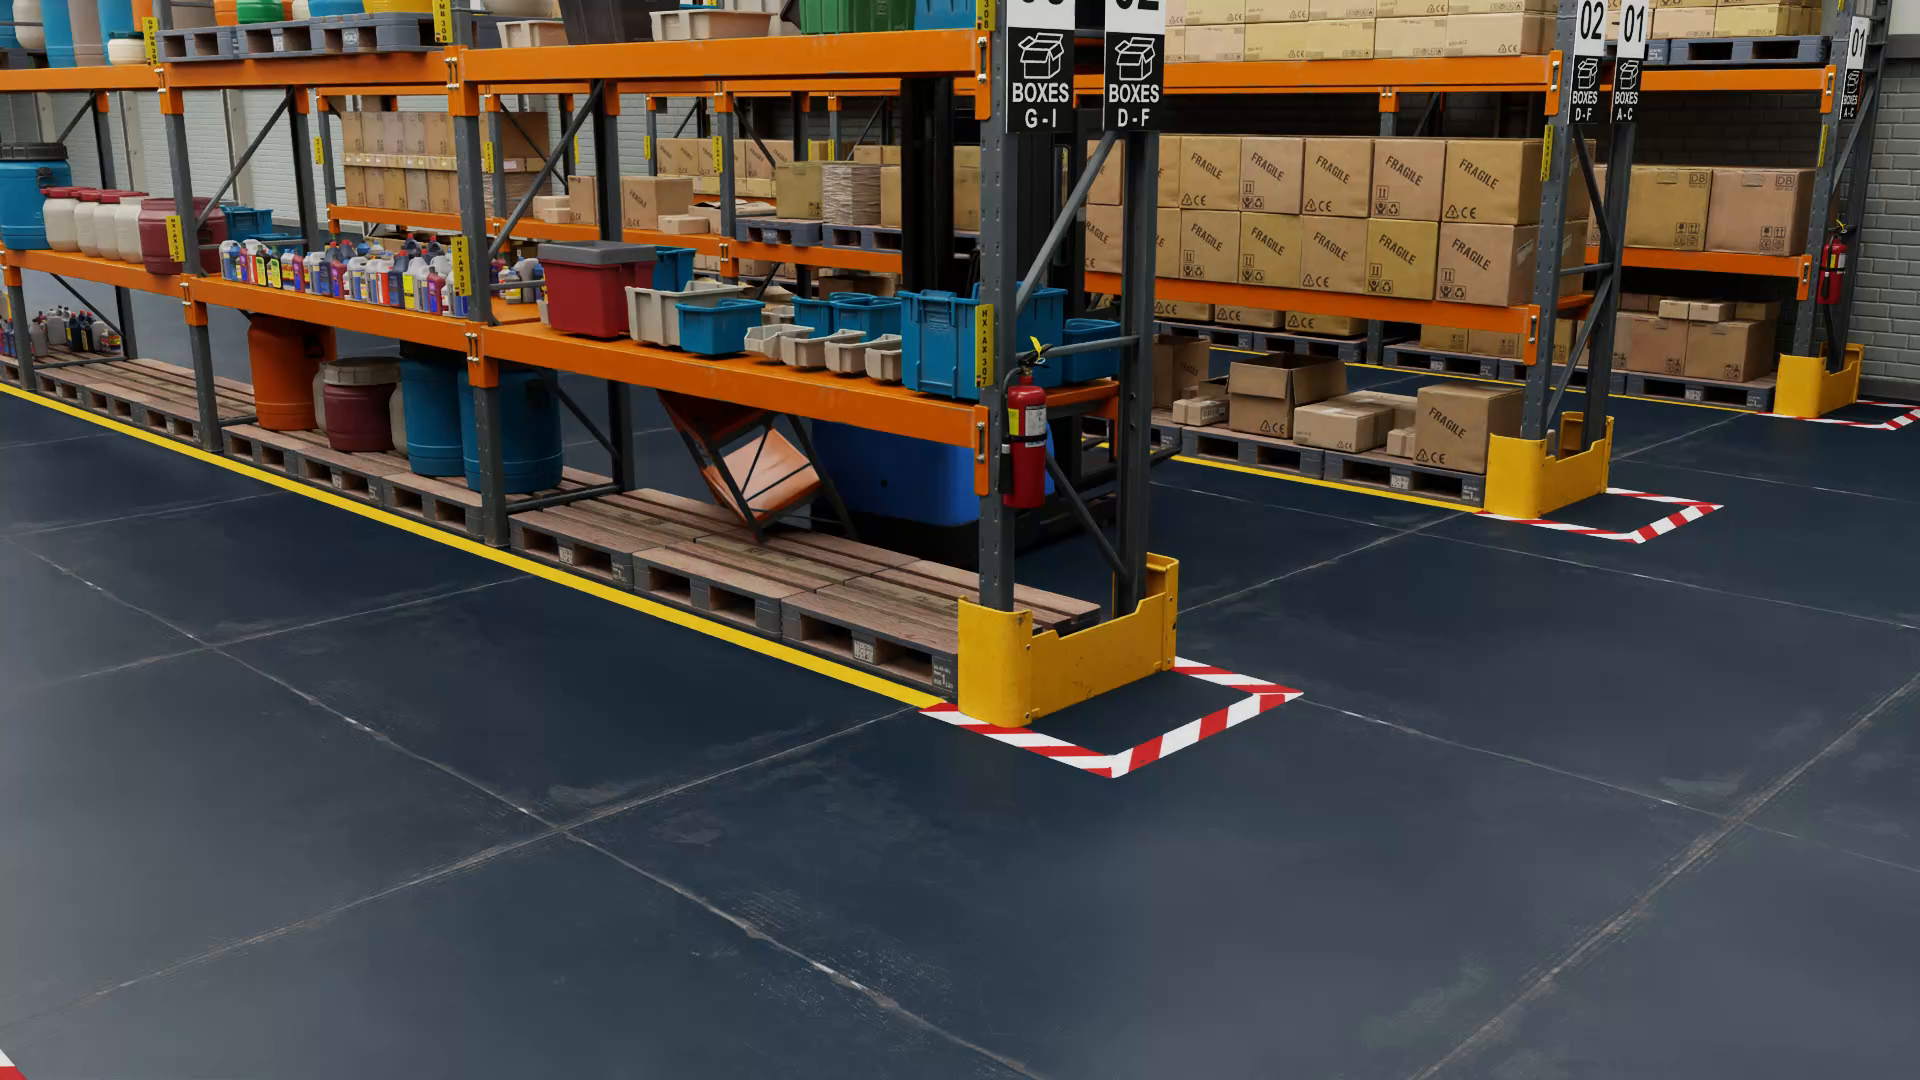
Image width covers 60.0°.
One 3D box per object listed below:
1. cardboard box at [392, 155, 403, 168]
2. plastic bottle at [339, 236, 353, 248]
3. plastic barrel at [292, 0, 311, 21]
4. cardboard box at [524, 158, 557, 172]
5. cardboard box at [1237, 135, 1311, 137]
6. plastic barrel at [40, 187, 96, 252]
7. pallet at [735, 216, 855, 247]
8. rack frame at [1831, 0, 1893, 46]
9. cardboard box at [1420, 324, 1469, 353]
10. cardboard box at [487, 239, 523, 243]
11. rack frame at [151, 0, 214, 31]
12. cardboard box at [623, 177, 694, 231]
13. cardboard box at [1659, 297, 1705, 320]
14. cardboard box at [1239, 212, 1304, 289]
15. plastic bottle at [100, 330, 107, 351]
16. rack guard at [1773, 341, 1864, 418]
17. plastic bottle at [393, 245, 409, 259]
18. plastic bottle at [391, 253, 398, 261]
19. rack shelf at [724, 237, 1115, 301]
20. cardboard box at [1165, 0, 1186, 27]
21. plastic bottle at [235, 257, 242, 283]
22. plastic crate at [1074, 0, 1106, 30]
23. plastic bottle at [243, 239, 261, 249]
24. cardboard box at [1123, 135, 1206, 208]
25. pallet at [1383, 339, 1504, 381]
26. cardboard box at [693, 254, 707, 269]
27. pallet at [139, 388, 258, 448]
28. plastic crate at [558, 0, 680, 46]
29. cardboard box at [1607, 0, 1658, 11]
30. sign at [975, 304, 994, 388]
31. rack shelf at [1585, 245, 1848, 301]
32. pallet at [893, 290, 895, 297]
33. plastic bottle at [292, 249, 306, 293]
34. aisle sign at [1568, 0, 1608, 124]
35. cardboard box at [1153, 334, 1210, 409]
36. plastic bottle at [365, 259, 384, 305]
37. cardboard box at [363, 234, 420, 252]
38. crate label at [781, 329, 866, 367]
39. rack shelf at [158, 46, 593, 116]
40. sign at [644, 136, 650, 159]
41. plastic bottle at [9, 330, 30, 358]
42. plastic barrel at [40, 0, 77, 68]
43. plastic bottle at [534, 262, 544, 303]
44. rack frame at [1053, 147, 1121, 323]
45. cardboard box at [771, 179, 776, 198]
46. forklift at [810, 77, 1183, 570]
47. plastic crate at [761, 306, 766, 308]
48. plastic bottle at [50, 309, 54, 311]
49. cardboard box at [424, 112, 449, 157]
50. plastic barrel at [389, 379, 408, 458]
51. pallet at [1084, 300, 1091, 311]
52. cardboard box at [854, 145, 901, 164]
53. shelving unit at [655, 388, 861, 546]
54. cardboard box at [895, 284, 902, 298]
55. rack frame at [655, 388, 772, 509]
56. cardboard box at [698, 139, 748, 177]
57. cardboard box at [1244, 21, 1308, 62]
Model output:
[{"bbox_3d":[-6.548,-4.526,19.870,0.250,0.149,0.380,13,20,41],"label":"cardboard box"},{"bbox_3d":[-4.538,-2.108,12.305,0.133,0.283,0.061,14,20,42],"label":"plastic bottle"},{"bbox_3d":[-4.417,-3.625,11.388,0.301,0.262,0.301,0,15,0],"label":"plastic barrel"},{"bbox_3d":[-4.789,-4.241,18.776,0.250,0.149,0.380,14,20,42],"label":"cardboard box"},{"bbox_3d":[2.306,-2.710,12.203,0.500,0.500,0.500,14,20,43],"label":"cardboard box"},{"bbox_3d":[-7.634,-2.757,14.294,0.433,0.535,0.433,0,15,0],"label":"plastic barrel"},{"bbox_3d":[-1.314,-2.898,15.486,1.003,0.211,1.213,14,20,42],"label":"pallet"},{"bbox_3d":[7.345,-5.500,13.192,0.127,3.000,1.000,14,20,42],"label":"rack frame"},{"bbox_3d":[4.932,-2.141,16.323,0.500,0.500,0.700,14,20,43],"label":"cardboard box"},{"bbox_3d":[-5.566,-3.345,19.955,0.500,0.500,0.500,14,20,42],"label":"cardboard box"},{"bbox_3d":[-5.291,-5.101,11.664,0.127,3.000,1.000,14,20,42],"label":"rack frame"},{"bbox_3d":[-3.069,-3.436,16.971,0.500,0.500,0.500,12,19,39],"label":"cardboard box"},{"bbox_3d":[6.368,-2.042,14.660,0.380,0.149,0.250,-14,20,-43],"label":"cardboard box"},{"bbox_3d":[2.304,-2.041,11.617,0.500,0.500,0.500,13,20,41],"label":"cardboard box"},{"bbox_3d":[-8.242,-1.928,16.060,0.097,0.201,0.097,0,15,0],"label":"plastic bottle"},{"bbox_3d":[7.362,-1.383,14.247,0.348,0.500,1.175,14,20,42],"label":"rack guard"},{"bbox_3d":[-3.848,-1.890,11.468,0.133,0.283,0.061,14,20,42],"label":"plastic bottle"},{"bbox_3d":[-3.977,-1.926,11.768,0.097,0.201,0.097,0,15,0],"label":"plastic bottle"},{"bbox_3d":[-0.410,-2.399,14.616,4.000,0.370,1.077,14,20,42],"label":"rack shelf"},{"bbox_3d":[1.568,-3.800,11.925,0.500,0.250,0.500,14,20,42],"label":"cardboard box"},{"bbox_3d":[-5.069,-1.926,11.767,0.097,0.201,0.097,0,15,0],"label":"plastic bottle"},{"bbox_3d":[0.384,-2.305,7.138,0.590,0.269,0.497,14,20,42],"label":"plastic crate"},{"bbox_3d":[-5.098,-2.032,12.026,0.135,0.276,0.152,14,20,42],"label":"plastic bottle"},{"bbox_3d":[1.545,-2.705,12.184,0.500,0.500,0.500,13,19,40],"label":"cardboard box"},{"bbox_3d":[4.958,-1.800,16.421,1.213,0.211,1.003,14,20,42],"label":"pallet"},{"bbox_3d":[-3.738,-4.171,24.451,0.500,0.311,0.500,11,18,36],"label":"cardboard box"},{"bbox_3d":[-5.822,-0.992,13.319,1.213,0.211,1.003,14,20,42],"label":"pallet"},{"bbox_3d":[-1.708,-2.619,8.346,0.590,0.269,0.497,14,20,42],"label":"plastic crate"},{"bbox_3d":[5.894,-4.848,14.419,0.500,0.500,0.500,13,19,40],"label":"cardboard box"},{"bbox_3d":[0.098,-0.775,6.632,0.005,0.325,0.100,14,20,42],"label":"sign"},{"bbox_3d":[5.905,-2.598,15.382,4.000,0.370,1.077,14,20,42],"label":"rack shelf"},{"bbox_3d":[-0.733,-3.211,21.838,1.213,0.211,1.003,14,20,42],"label":"pallet"},{"bbox_3d":[-4.404,-1.797,11.111,0.133,0.283,0.061,14,20,42],"label":"plastic bottle"},{"bbox_3d":[3.745,-2.887,9.908,0.004,0.787,0.394,14,20,42],"label":"aisle sign"},{"bbox_3d":[1.636,-1.352,13.256,0.500,0.500,0.500,14,20,42],"label":"cardboard box"},{"bbox_3d":[-3.642,-1.624,10.463,0.135,0.276,0.152,14,20,42],"label":"plastic bottle"},{"bbox_3d":[-7.016,-3.511,20.591,0.500,0.500,0.500,14,20,42],"label":"cardboard box"},{"bbox_3d":[-0.661,-0.907,7.869,0.243,0.136,0.396,14,20,42],"label":"crate label"},{"bbox_3d":[-3.851,-2.952,10.789,4.000,0.370,1.077,14,20,42],"label":"rack shelf"},{"bbox_3d":[-4.550,-5.717,24.208,0.005,0.325,0.100,14,20,42],"label":"sign"},{"bbox_3d":[-8.834,-1.890,15.617,0.185,0.351,0.144,13,19,41],"label":"plastic bottle"},{"bbox_3d":[-7.654,-4.543,14.475,0.708,0.901,0.600,14,20,42],"label":"plastic barrel"},{"bbox_3d":[-2.641,-1.635,10.513,0.097,0.271,0.097,0,15,0],"label":"plastic bottle"},{"bbox_3d":[1.029,-2.397,13.182,0.127,3.000,1.000,14,20,42],"label":"rack frame"},{"bbox_3d":[-2.198,-4.750,22.472,0.500,0.250,0.500,14,20,42],"label":"cardboard box"},{"bbox_3d":[0.397,-1.568,10.137,1.130,2.935,3.031,10,18,34],"label":"forklift"},{"bbox_3d":[-1.419,-1.247,9.196,0.590,0.125,0.437,14,20,42],"label":"plastic crate"},{"bbox_3d":[-9.327,-2.238,17.087,0.061,0.283,0.133,-14,20,-43],"label":"plastic bottle"},{"bbox_3d":[-5.778,-4.726,19.348,0.500,0.500,0.700,14,20,42],"label":"cardboard box"},{"bbox_3d":[-3.645,-0.835,11.289,0.421,0.512,0.421,0,15,0],"label":"plastic barrel"},{"bbox_3d":[1.024,-2.784,20.199,1.213,0.211,1.003,14,20,42],"label":"pallet"},{"bbox_3d":[-0.951,-4.863,21.575,0.500,0.500,0.700,14,20,42],"label":"cardboard box"},{"bbox_3d":[-1.179,-0.480,9.420,0.538,1.125,1.048,-31,29,-11],"label":"shelving unit"},{"bbox_3d":[-0.231,-2.155,14.850,0.500,0.250,0.500,13,20,41],"label":"cardboard box"},{"bbox_3d":[-1.380,-0.648,9.855,0.500,1.125,0.032,-31,29,-11],"label":"rack frame"},{"bbox_3d":[-3.322,-5.379,23.396,0.500,0.500,0.500,13,19,40],"label":"cardboard box"},{"bbox_3d":[2.286,-3.383,11.314,0.500,0.250,0.500,14,20,42],"label":"cardboard box"}]
